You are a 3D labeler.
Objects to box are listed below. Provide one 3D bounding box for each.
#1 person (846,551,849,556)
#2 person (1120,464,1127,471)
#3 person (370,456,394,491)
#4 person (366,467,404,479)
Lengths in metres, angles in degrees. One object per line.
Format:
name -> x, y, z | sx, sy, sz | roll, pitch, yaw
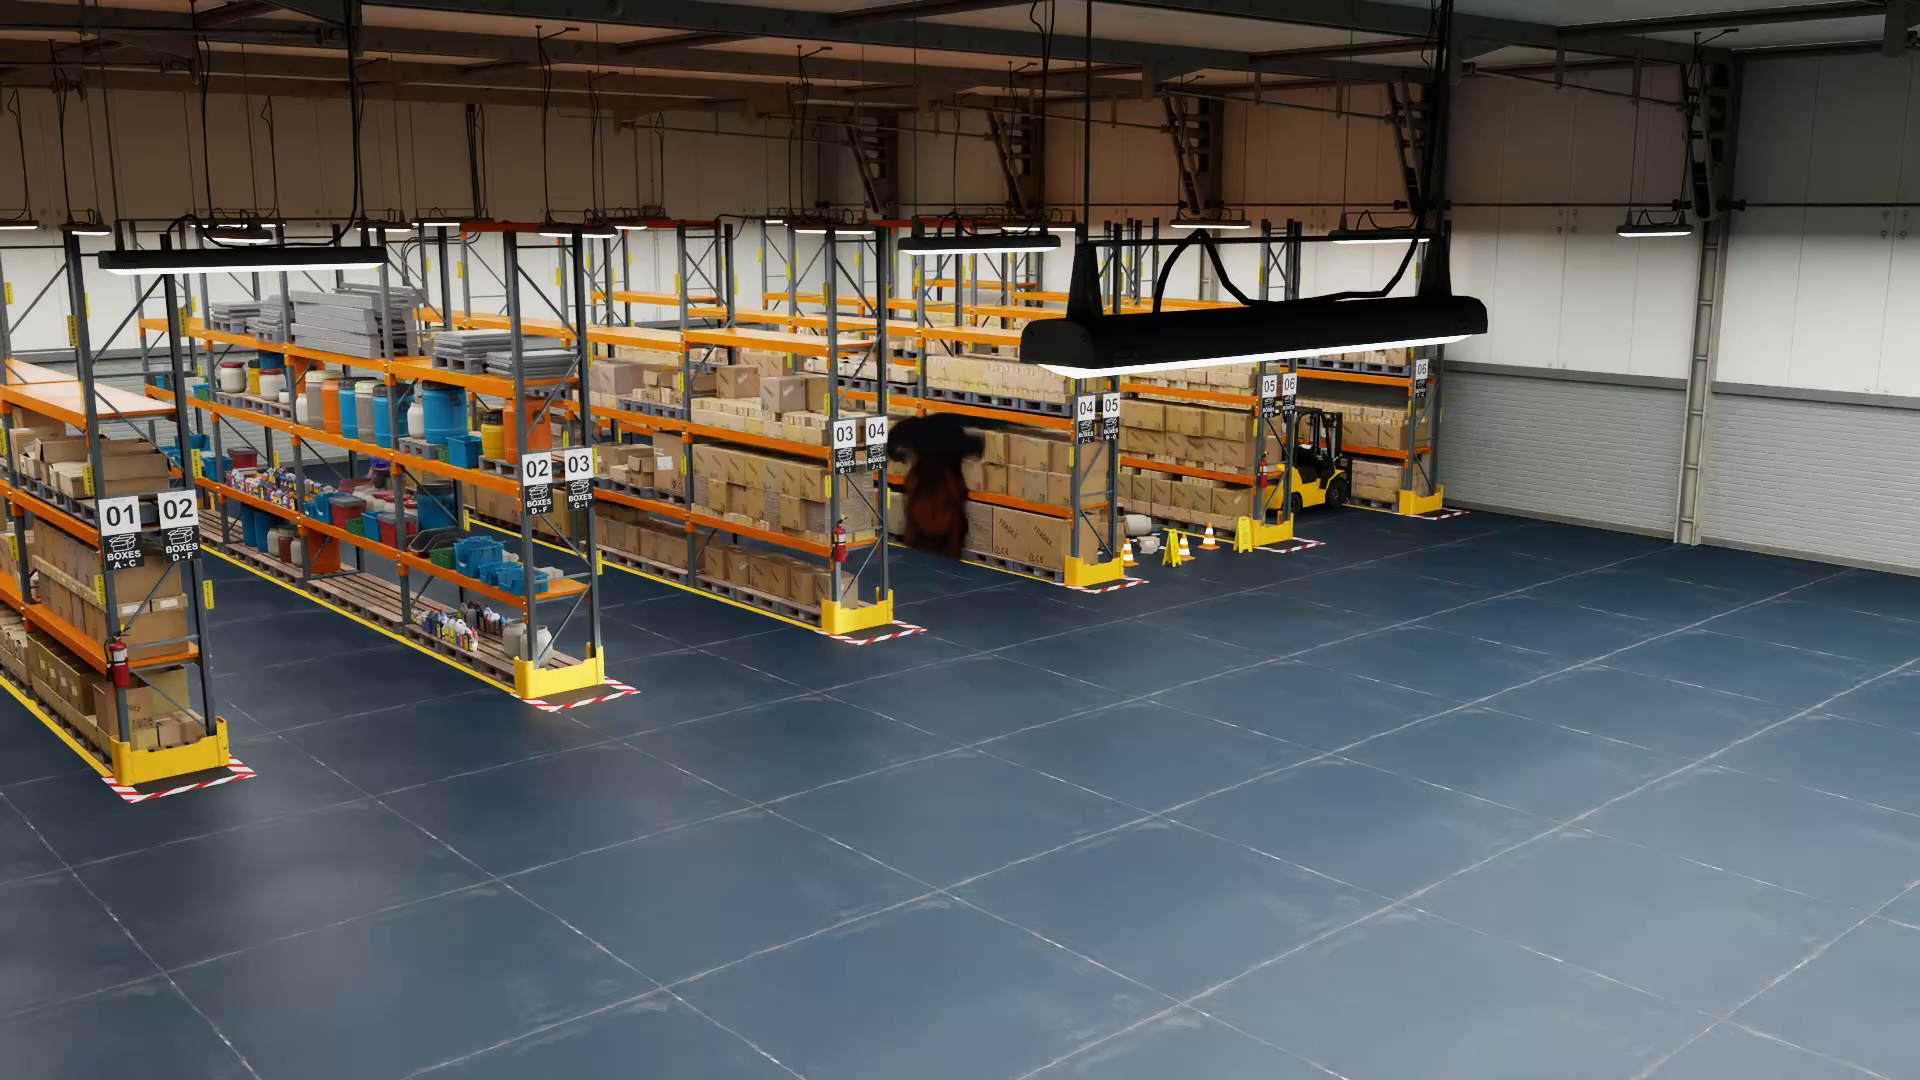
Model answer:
person -> -2.187, -0.640, 29.411 | 0.827, 1.862, 0.618 | 11, 16, 42
person -> 3.713, -1.742, 36.440 | 0.923, 1.572, 0.545 | 11, 16, 43
person -> -11.629, -1.173, 33.496 | 0.533, 1.716, 0.849 | -11, 16, -42
person -> -13.031, -2.076, 37.811 | 0.962, 1.664, 0.593 | 1, 11, 4
